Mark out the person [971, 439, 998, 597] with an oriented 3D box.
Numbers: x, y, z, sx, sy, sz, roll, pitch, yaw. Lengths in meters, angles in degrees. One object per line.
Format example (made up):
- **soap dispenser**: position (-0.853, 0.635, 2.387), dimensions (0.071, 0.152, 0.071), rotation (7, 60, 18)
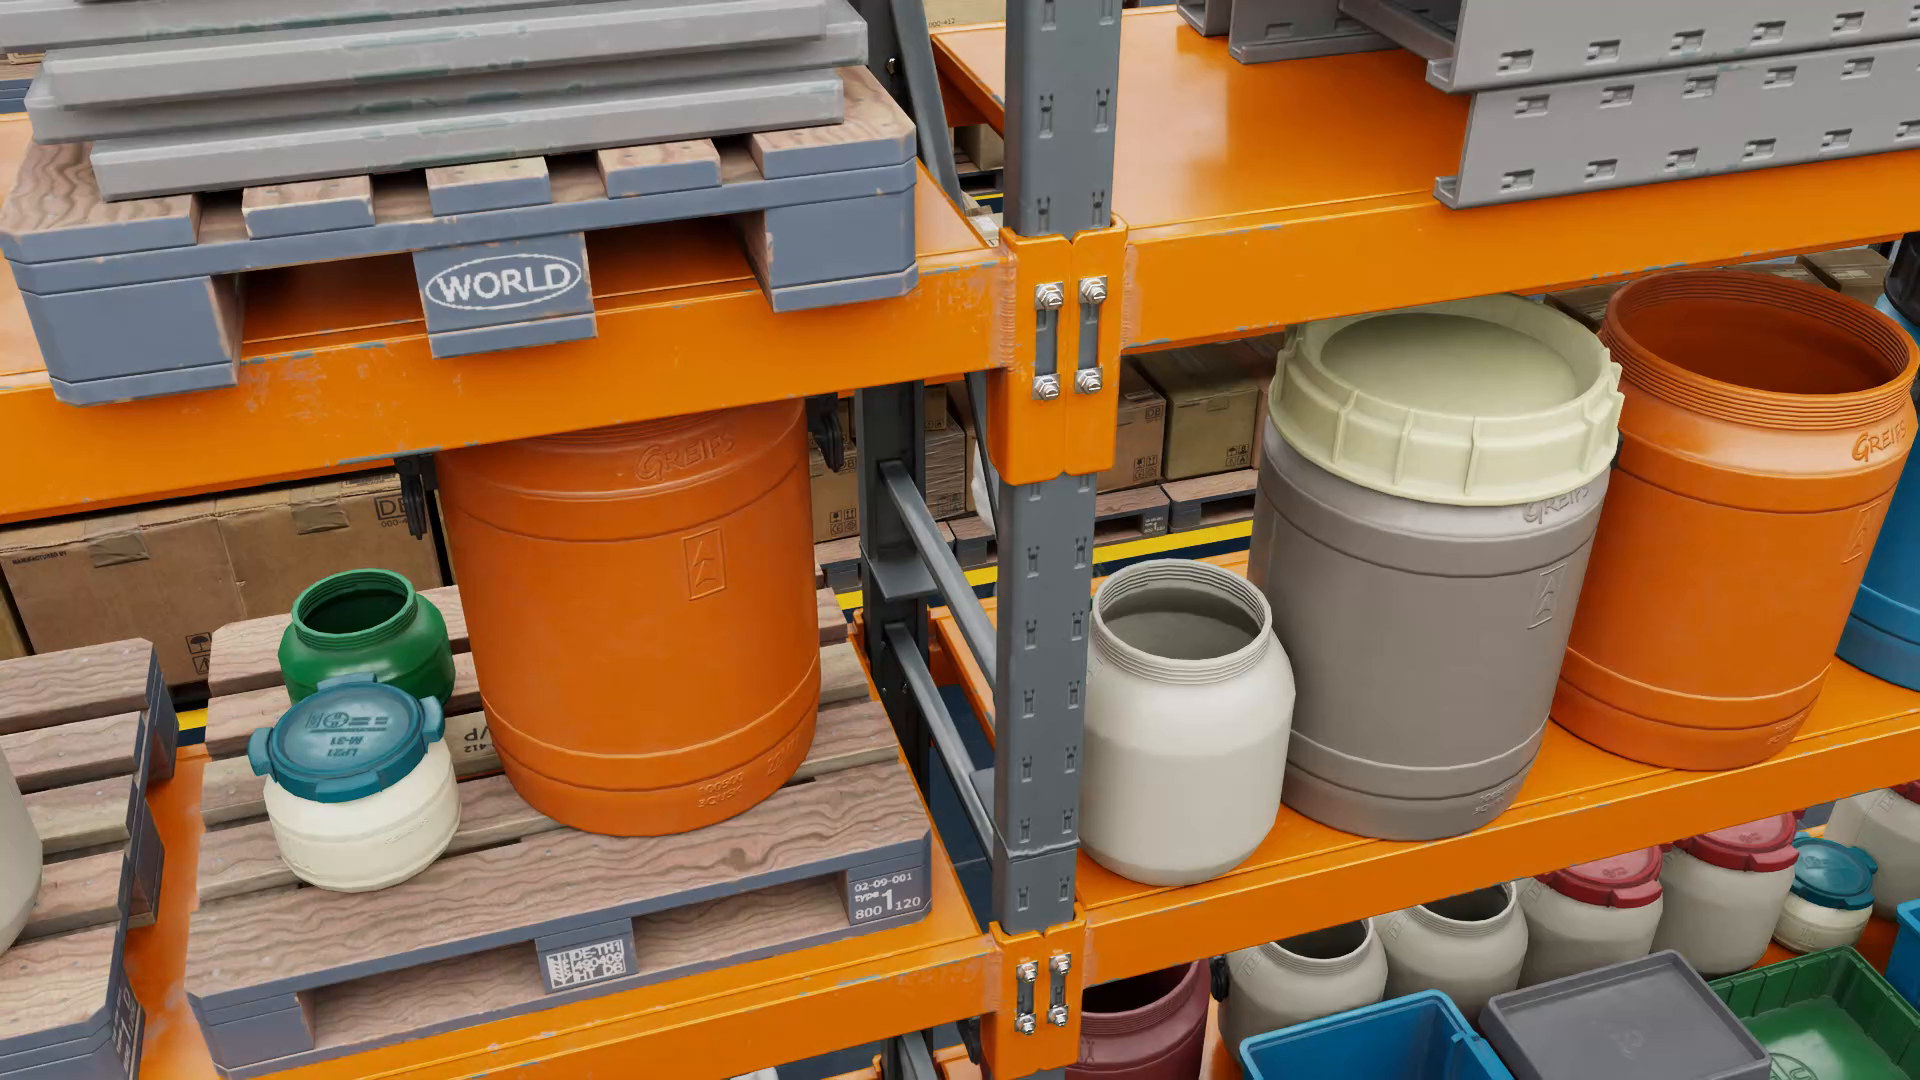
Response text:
- **person**: position (0.302, -0.140, 7.637), dimensions (0.460, 1.759, 0.630), rotation (-12, 36, -17)
